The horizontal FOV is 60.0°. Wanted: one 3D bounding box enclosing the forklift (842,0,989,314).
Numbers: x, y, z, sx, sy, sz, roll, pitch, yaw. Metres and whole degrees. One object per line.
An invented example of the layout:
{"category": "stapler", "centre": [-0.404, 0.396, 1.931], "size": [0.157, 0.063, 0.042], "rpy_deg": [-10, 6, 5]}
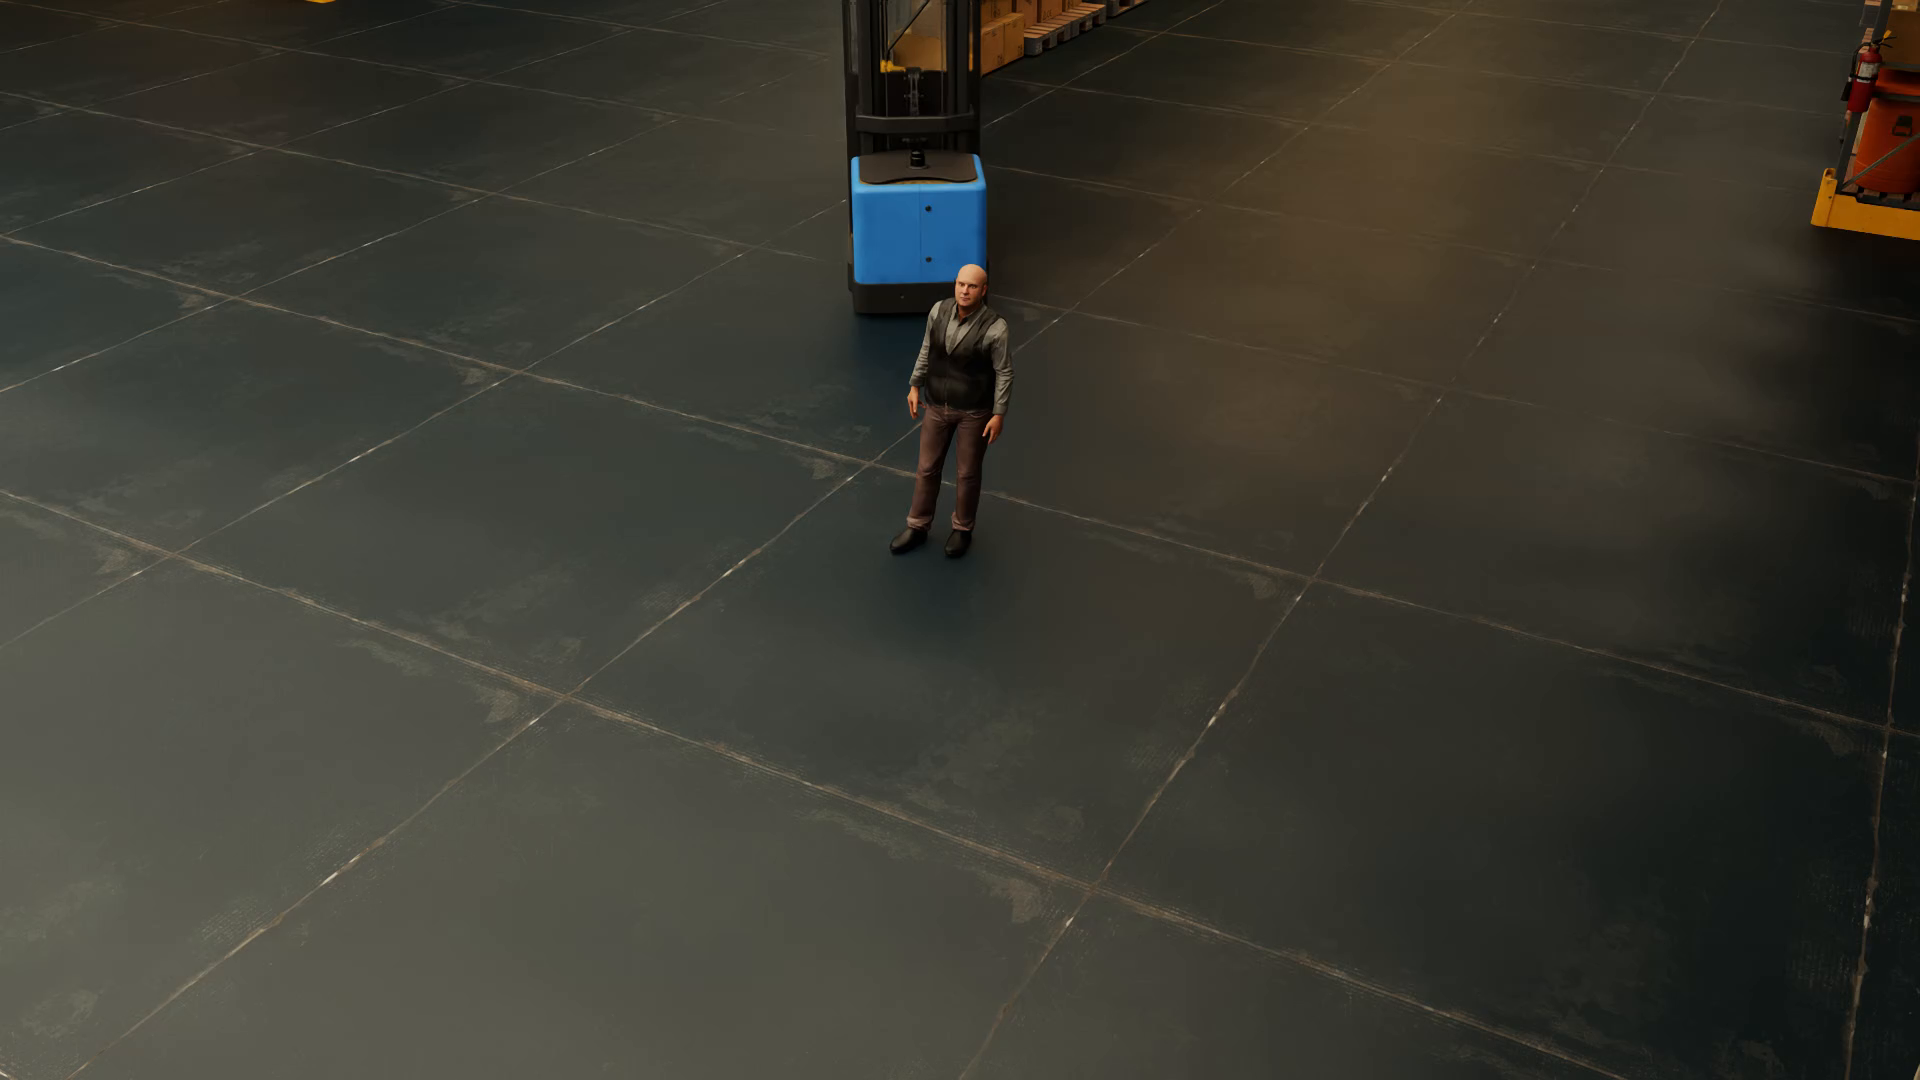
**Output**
{"category": "forklift", "centre": [-0.396, -3.733, 13.538], "size": [1.130, 2.935, 3.031], "rpy_deg": [-2, 30, -3]}

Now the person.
{"category": "person", "centre": [-0.037, -0.727, 9.525], "size": [0.632, 1.720, 0.568], "rpy_deg": [15, 33, 25]}
